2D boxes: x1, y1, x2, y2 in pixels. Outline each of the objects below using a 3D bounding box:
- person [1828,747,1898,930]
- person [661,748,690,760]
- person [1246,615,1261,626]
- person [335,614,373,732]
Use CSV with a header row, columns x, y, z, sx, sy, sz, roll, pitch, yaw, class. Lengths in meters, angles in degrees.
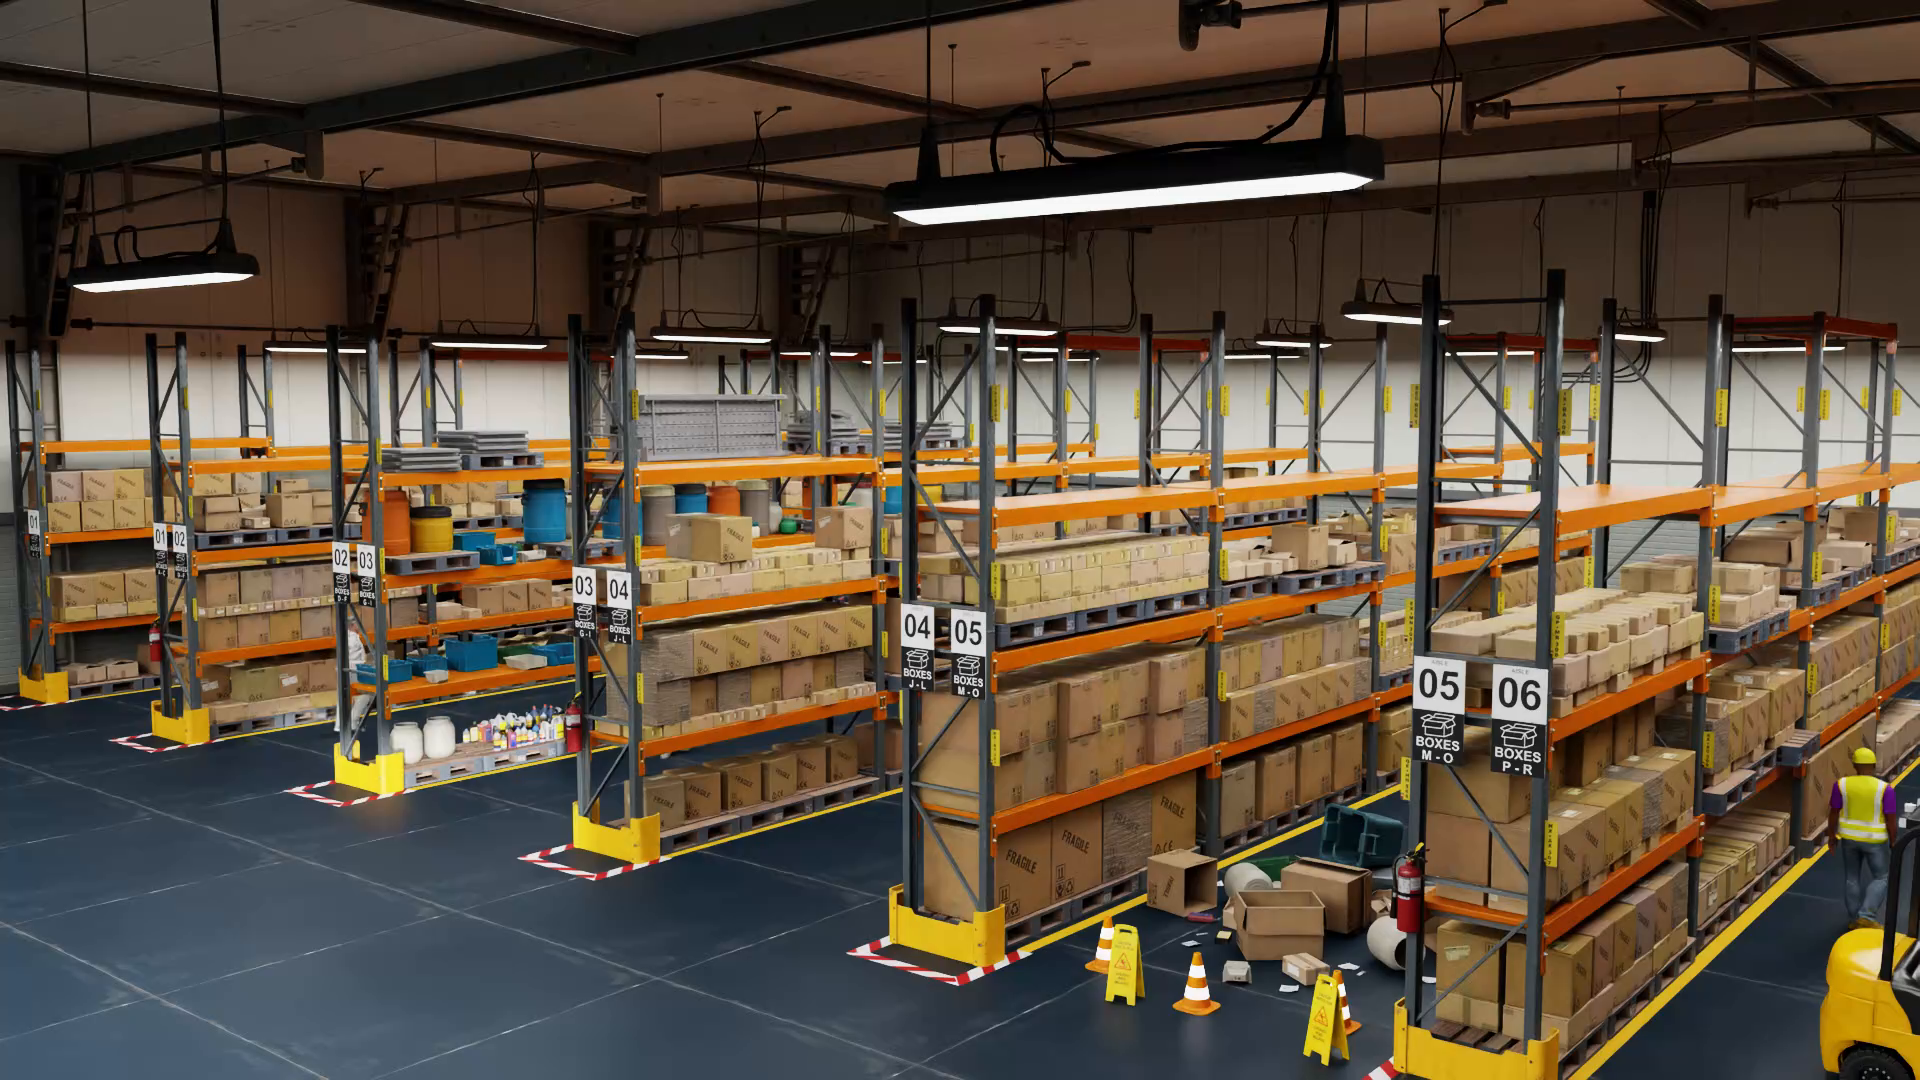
x,y,z,sx,sy,sz,roll,pitch,yaw,class
8.622,2.865,15.887,0.590,1.768,0.541,4,6,37,person
-3.998,2.171,23.573,0.580,1.794,0.711,0,5,0,person
4.791,1.943,26.649,0.494,1.624,0.801,4,6,36,person
-9.232,2.029,25.238,0.551,1.797,0.555,-4,7,-38,person
